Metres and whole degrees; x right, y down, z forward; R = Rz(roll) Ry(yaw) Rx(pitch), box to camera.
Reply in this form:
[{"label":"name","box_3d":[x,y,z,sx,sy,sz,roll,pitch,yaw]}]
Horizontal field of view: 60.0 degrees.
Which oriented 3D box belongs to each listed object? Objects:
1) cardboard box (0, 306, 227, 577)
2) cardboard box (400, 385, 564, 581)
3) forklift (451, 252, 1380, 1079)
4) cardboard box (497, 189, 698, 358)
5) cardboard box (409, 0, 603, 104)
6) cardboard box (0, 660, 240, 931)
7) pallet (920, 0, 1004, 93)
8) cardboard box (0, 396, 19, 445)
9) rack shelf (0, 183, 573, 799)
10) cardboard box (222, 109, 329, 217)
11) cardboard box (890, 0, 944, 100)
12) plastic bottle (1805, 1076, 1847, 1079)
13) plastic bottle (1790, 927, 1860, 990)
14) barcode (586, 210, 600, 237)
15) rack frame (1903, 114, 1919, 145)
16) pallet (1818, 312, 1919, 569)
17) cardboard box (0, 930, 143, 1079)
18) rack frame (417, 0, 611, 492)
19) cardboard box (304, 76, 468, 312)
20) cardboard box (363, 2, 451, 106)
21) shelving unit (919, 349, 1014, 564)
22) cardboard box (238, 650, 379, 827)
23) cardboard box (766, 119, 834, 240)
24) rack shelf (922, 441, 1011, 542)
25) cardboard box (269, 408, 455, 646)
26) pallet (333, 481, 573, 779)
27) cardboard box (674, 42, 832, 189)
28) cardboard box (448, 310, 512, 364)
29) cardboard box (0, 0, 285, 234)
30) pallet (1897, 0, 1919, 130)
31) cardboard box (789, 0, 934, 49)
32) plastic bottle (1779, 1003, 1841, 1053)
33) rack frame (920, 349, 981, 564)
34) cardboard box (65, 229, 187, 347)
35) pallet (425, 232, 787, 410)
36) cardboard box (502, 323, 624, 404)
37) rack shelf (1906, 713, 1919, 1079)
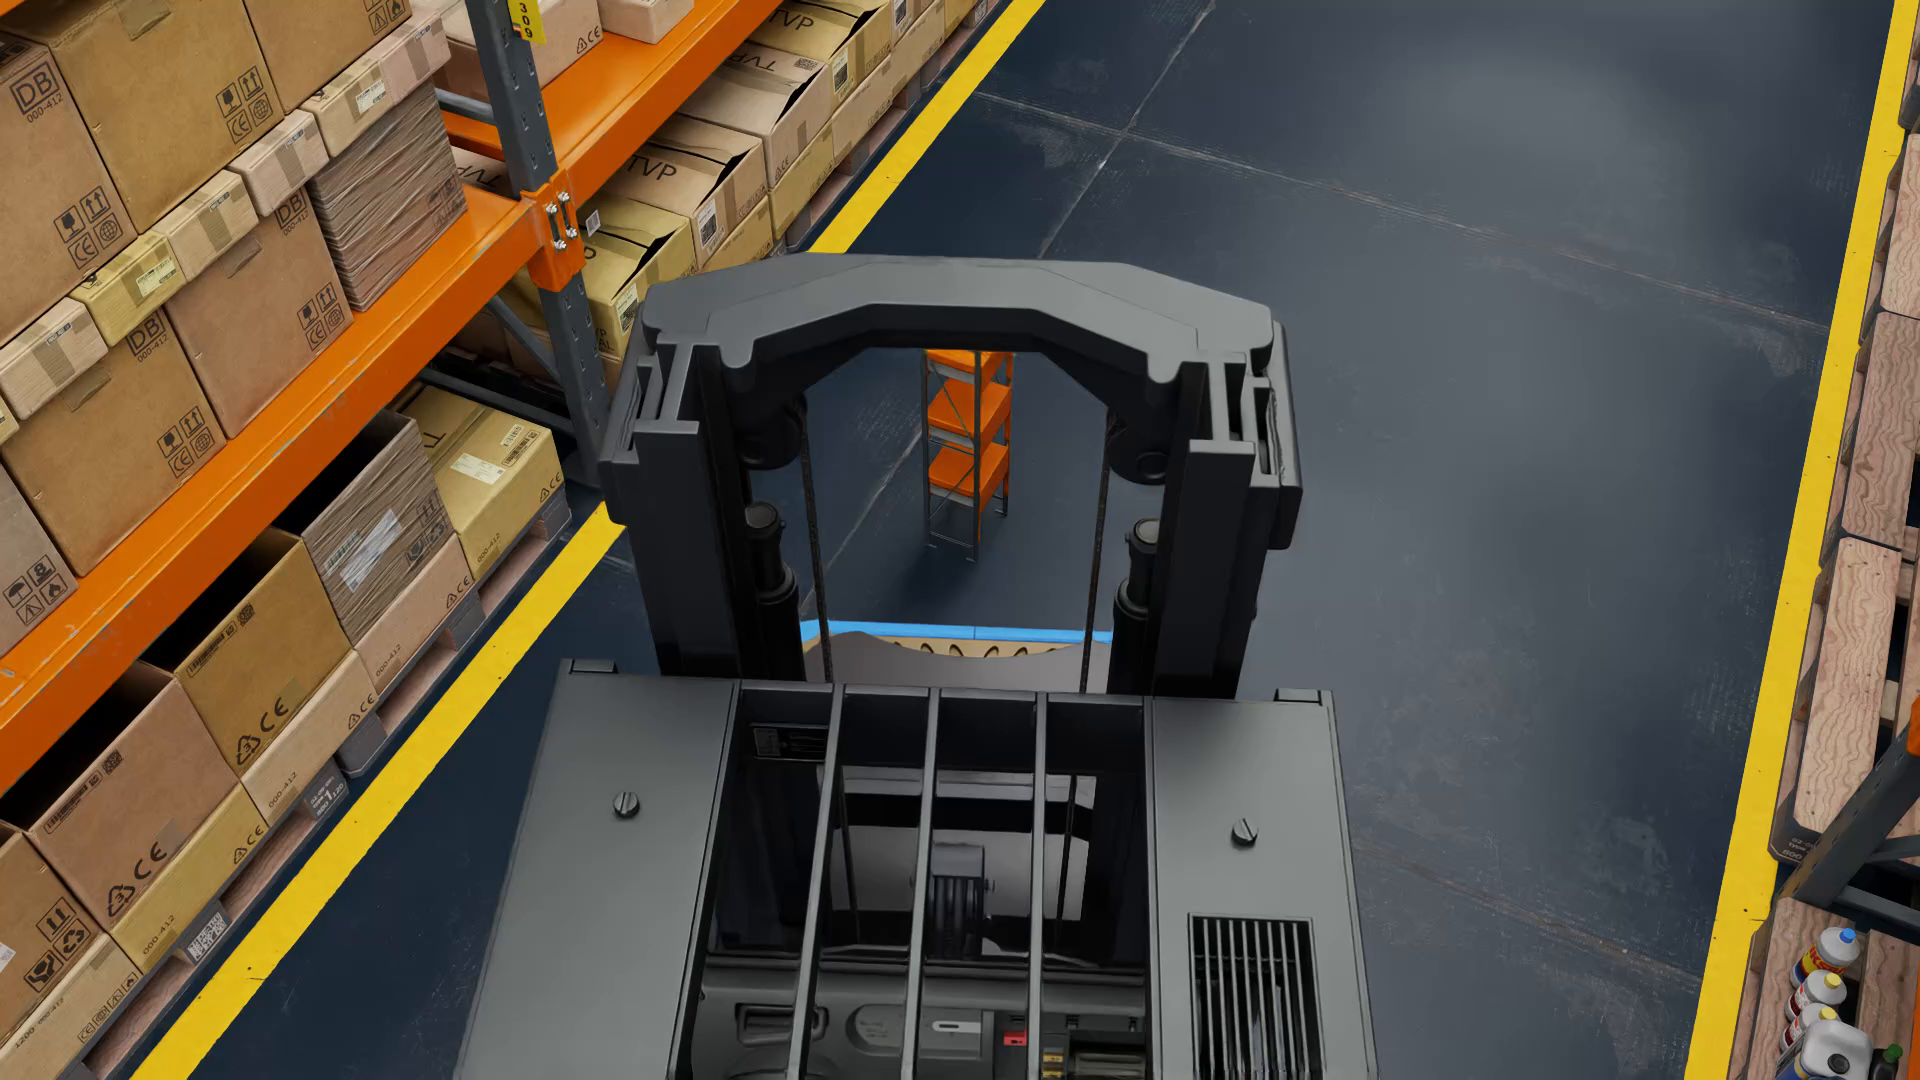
[{"label":"cardboard box","box_3d":[-2.292,-0.355,4.017,0.700,0.500,0.500,21,53,17]},{"label":"cardboard box","box_3d":[-1.672,-0.194,5.475,0.500,0.250,0.500,20,52,16]},{"label":"forklift","box_3d":[-0.038,1.085,2.902,1.130,2.935,3.031,2,50,2]},{"label":"cardboard box","box_3d":[-1.269,-0.970,5.767,0.500,0.311,0.500,20,52,16]},{"label":"cardboard box","box_3d":[-1.500,-1.644,5.278,0.500,0.250,0.500,23,53,18]},{"label":"cardboard box","box_3d":[-2.306,0.598,4.309,0.500,0.500,0.500,20,52,16]},{"label":"pallet","box_3d":[-0.349,-2.636,7.854,1.003,0.211,1.213,20,52,16]},{"label":"cardboard box","box_3d":[-2.248,-0.267,3.516,0.380,0.149,0.250,21,53,17]},{"label":"rack shelf","box_3d":[-2.525,0.271,4.022,1.077,0.370,4.000,20,52,16]},{"label":"cardboard box","box_3d":[-1.811,-0.974,4.118,0.380,0.149,0.250,18,52,15]},{"label":"cardboard box","box_3d":[-0.401,-2.196,7.179,0.500,0.250,0.500,21,53,17]},{"label":"plastic bottle","box_3d":[2.086,1.411,4.030,0.144,0.351,0.185,21,53,17]},{"label":"plastic bottle","box_3d":[2.273,1.093,4.353,0.097,0.271,0.097,0,50,0]},{"label":"barcode","box_3d":[-1.186,-1.023,5.373,0.001,0.075,0.075,20,52,16]},{"label":"rack frame","box_3d":[4.515,-2.480,5.890,1.000,3.000,0.127,20,52,16]},{"label":"pallet","box_3d":[3.626,-0.218,5.797,1.003,0.211,1.213,20,52,16]},{"label":"cardboard box","box_3d":[-2.525,1.183,4.303,0.500,0.250,0.500,20,52,16]},{"label":"rack frame","box_3d":[-1.671,-1.339,4.920,1.000,3.000,0.127,20,52,16]},{"label":"cardboard box","box_3d":[-1.855,-1.064,4.620,0.700,0.500,0.500,19,52,15]},{"label":"cardboard box","box_3d":[-1.594,-1.325,4.416,0.380,0.149,0.250,20,52,16]},{"label":"shelving unit","box_3d":[0.023,-0.377,5.382,0.215,1.050,0.252,20,52,16]},{"label":"cardboard box","box_3d":[-2.094,0.496,4.888,0.500,0.250,0.500,20,52,16]},{"label":"cardboard box","box_3d":[-0.836,-1.491,6.579,0.500,0.250,0.500,18,52,15]},{"label":"rack shelf","box_3d":[0.023,-0.190,5.601,0.215,0.259,0.240,20,52,16]},{"label":"cardboard box","box_3d":[-1.896,-0.097,4.900,0.500,0.500,0.500,20,52,16]},{"label":"pallet","box_3d":[-2.049,0.098,5.528,1.003,0.211,1.213,20,52,16]},{"label":"cardboard box","box_3d":[-0.831,-1.670,6.363,0.500,0.311,0.500,18,52,15]},{"label":"cardboard box","box_3d":[-1.756,-0.964,6.131,0.500,0.250,0.500,19,52,16]},{"label":"cardboard box","box_3d":[-2.070,-1.136,3.830,0.700,0.500,0.500,20,52,16]},{"label":"pallet","box_3d":[4.814,-2.132,7.426,1.003,0.211,1.213,20,52,16]},{"label":"cardboard box","box_3d":[-0.398,-2.373,6.961,0.500,0.311,0.500,19,52,16]},{"label":"plastic bottle","box_3d":[2.187,1.256,4.260,0.097,0.201,0.097,0,50,0]},{"label":"rack frame","box_3d":[-0.029,-0.293,5.310,0.200,1.050,0.008,20,52,16]},{"label":"cardboard box","box_3d":[-2.030,-0.625,3.821,0.380,0.149,0.250,20,52,16]},{"label":"pallet","box_3d":[-1.392,-0.956,6.425,1.003,0.211,1.213,20,52,16]},{"label":"cardboard box","box_3d":[-1.275,-0.782,5.975,0.500,0.250,0.500,19,52,15]},{"label":"rack shelf","box_3d":[1.951,1.885,2.649,1.077,0.370,4.000,20,52,16]}]
